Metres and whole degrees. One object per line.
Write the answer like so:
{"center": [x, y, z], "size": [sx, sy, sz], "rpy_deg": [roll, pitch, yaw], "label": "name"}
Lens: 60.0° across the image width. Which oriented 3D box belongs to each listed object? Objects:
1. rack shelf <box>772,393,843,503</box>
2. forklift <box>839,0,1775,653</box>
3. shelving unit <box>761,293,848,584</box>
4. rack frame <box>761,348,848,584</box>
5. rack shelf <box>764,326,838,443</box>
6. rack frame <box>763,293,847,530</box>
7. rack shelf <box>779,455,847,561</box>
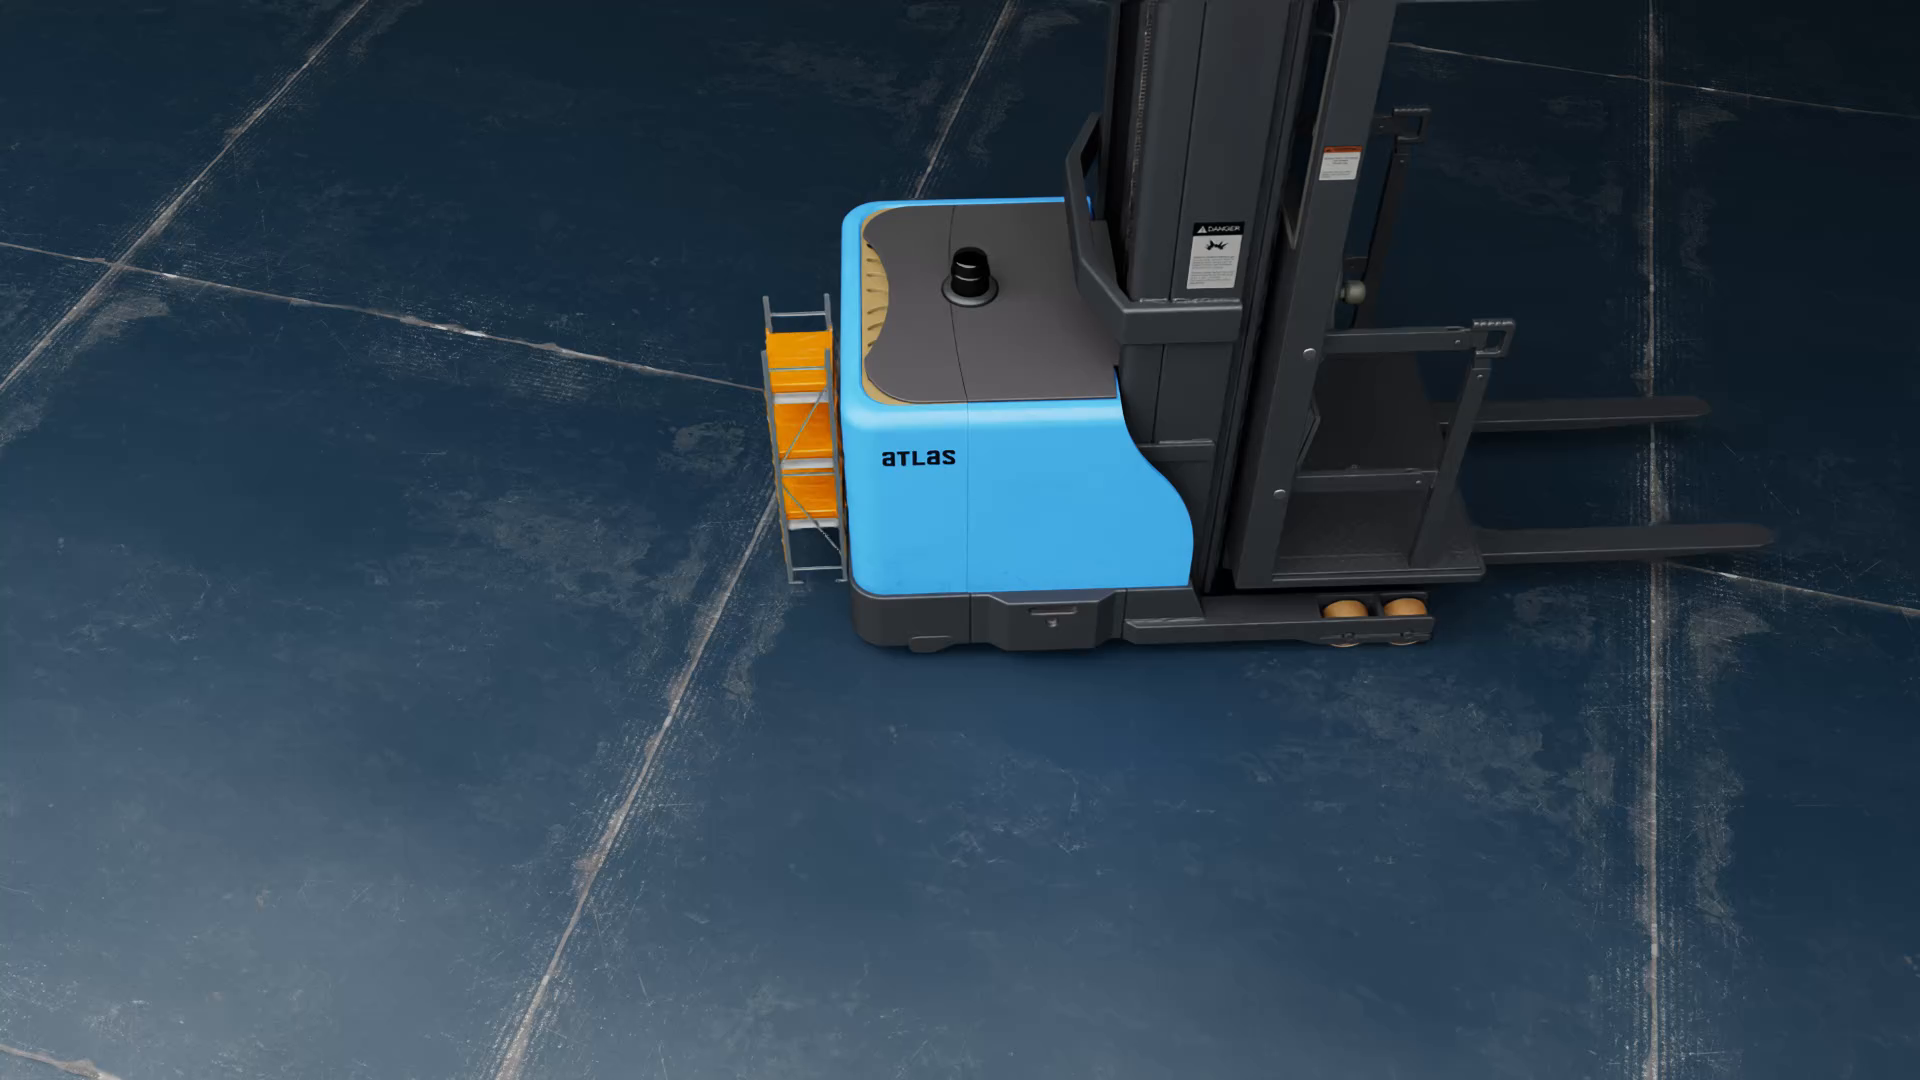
{"center": [-0.485, -0.289, 5.319], "size": [0.215, 0.259, 0.240], "rpy_deg": [-2, 49, -2], "label": "rack shelf"}
{"center": [1.145, -1.018, 4.694], "size": [3.031, 2.935, 1.130], "rpy_deg": [-2, 49, -2], "label": "forklift"}
{"center": [-0.485, -0.296, 5.311], "size": [0.215, 1.050, 0.252], "rpy_deg": [-2, 49, -2], "label": "shelving unit"}
{"center": [-0.478, -0.205, 5.231], "size": [0.200, 1.050, 0.008], "rpy_deg": [-2, 49, -2], "label": "rack frame"}
{"center": [-0.485, -0.477, 5.106], "size": [0.215, 0.259, 0.240], "rpy_deg": [-2, 49, -2], "label": "rack shelf"}
{"center": [-0.492, -0.387, 5.392], "size": [0.200, 1.050, 0.008], "rpy_deg": [-2, 49, -2], "label": "rack frame"}
{"center": [-0.485, -0.105, 5.527], "size": [0.215, 0.259, 0.240], "rpy_deg": [-2, 49, -2], "label": "rack shelf"}
